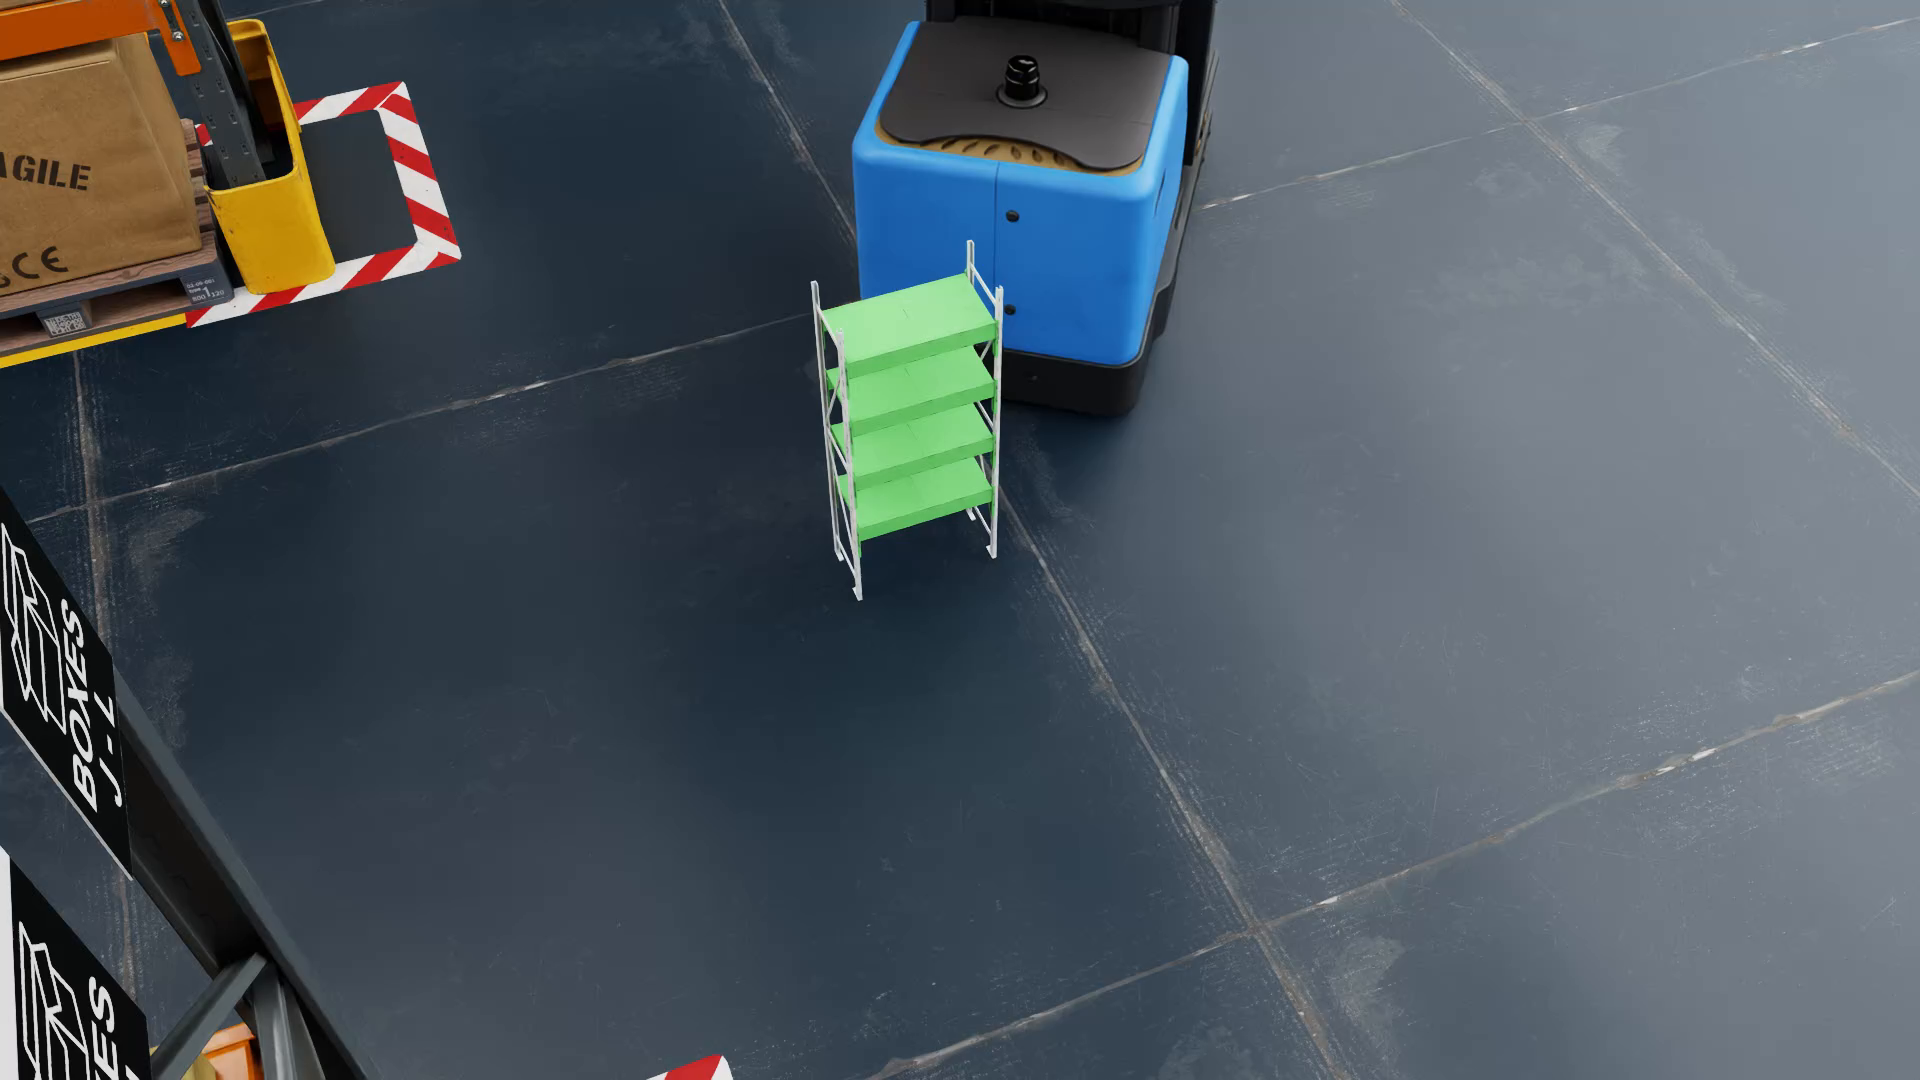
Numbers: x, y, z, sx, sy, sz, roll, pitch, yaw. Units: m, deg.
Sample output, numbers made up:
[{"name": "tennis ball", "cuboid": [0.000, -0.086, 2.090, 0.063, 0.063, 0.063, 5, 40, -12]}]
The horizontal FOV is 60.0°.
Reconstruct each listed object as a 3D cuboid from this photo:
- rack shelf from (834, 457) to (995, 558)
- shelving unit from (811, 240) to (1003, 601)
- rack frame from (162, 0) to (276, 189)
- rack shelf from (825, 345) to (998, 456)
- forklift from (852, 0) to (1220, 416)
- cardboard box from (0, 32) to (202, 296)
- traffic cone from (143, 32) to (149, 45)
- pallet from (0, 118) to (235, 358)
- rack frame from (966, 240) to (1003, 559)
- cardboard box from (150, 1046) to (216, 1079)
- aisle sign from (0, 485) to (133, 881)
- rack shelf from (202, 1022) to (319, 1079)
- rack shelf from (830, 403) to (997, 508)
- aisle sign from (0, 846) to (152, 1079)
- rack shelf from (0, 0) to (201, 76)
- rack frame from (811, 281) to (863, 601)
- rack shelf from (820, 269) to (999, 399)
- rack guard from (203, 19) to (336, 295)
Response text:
[{"name": "rack shelf", "cuboid": [-0.153, -0.145, 5.485, 0.480, 0.148, 0.258, -17, 52, -14]}, {"name": "shelving unit", "cuboid": [-0.153, -0.343, 5.254, 0.503, 1.200, 0.258, -17, 52, -14]}, {"name": "rack frame", "cuboid": [-2.892, -2.383, 5.819, 0.127, 3.000, 1.000, -17, 52, -14]}, {"name": "rack shelf", "cuboid": [-0.153, -0.458, 5.120, 0.480, 0.148, 0.258, -17, 52, -14]}, {"name": "forklift", "cuboid": [0.467, -2.551, 6.009, 1.130, 2.935, 3.031, 10, 50, 9]}, {"name": "cardboard box", "cuboid": [-3.495, -1.587, 6.259, 0.875, 0.875, 0.875, -17, 51, -14]}, {"name": "traffic cone", "cuboid": [-3.921, -2.401, 7.507, 0.334, 0.463, 0.336, -17, 52, -14]}, {"name": "pallet", "cuboid": [-3.603, -1.190, 6.633, 1.213, 0.211, 1.003, -17, 52, -14]}, {"name": "rack frame", "cuboid": [0.073, -0.413, 5.314, 0.015, 1.200, 0.240, -17, 52, -14]}, {"name": "cardboard box", "cuboid": [-1.464, 1.126, 2.972, 0.250, 0.149, 0.380, -17, 52, -14]}, {"name": "aisle sign", "cuboid": [-1.166, 0.054, 2.013, 0.004, 0.787, 0.394, -17, 52, -14]}, {"name": "rack shelf", "cuboid": [-2.962, 1.938, 2.583, 4.000, 0.370, 1.077, -17, 52, -14]}, {"name": "rack shelf", "cuboid": [-0.153, -0.302, 5.303, 0.480, 0.148, 0.258, -17, 52, -14]}, {"name": "aisle sign", "cuboid": [-0.940, 0.476, 1.651, 0.004, 0.787, 0.394, -17, 52, -14]}, {"name": "rack shelf", "cuboid": [-4.744, -1.575, 5.599, 4.000, 0.370, 1.077, -17, 52, -14]}, {"name": "rack frame", "cuboid": [-0.379, -0.273, 5.194, 0.015, 1.200, 0.240, -17, 52, -14]}, {"name": "rack shelf", "cuboid": [-0.153, -0.615, 4.938, 0.480, 0.148, 0.258, -17, 52, -14]}, {"name": "rack guard", "cuboid": [-2.870, -1.575, 6.773, 0.348, 0.500, 1.175, -17, 52, -14]}]
